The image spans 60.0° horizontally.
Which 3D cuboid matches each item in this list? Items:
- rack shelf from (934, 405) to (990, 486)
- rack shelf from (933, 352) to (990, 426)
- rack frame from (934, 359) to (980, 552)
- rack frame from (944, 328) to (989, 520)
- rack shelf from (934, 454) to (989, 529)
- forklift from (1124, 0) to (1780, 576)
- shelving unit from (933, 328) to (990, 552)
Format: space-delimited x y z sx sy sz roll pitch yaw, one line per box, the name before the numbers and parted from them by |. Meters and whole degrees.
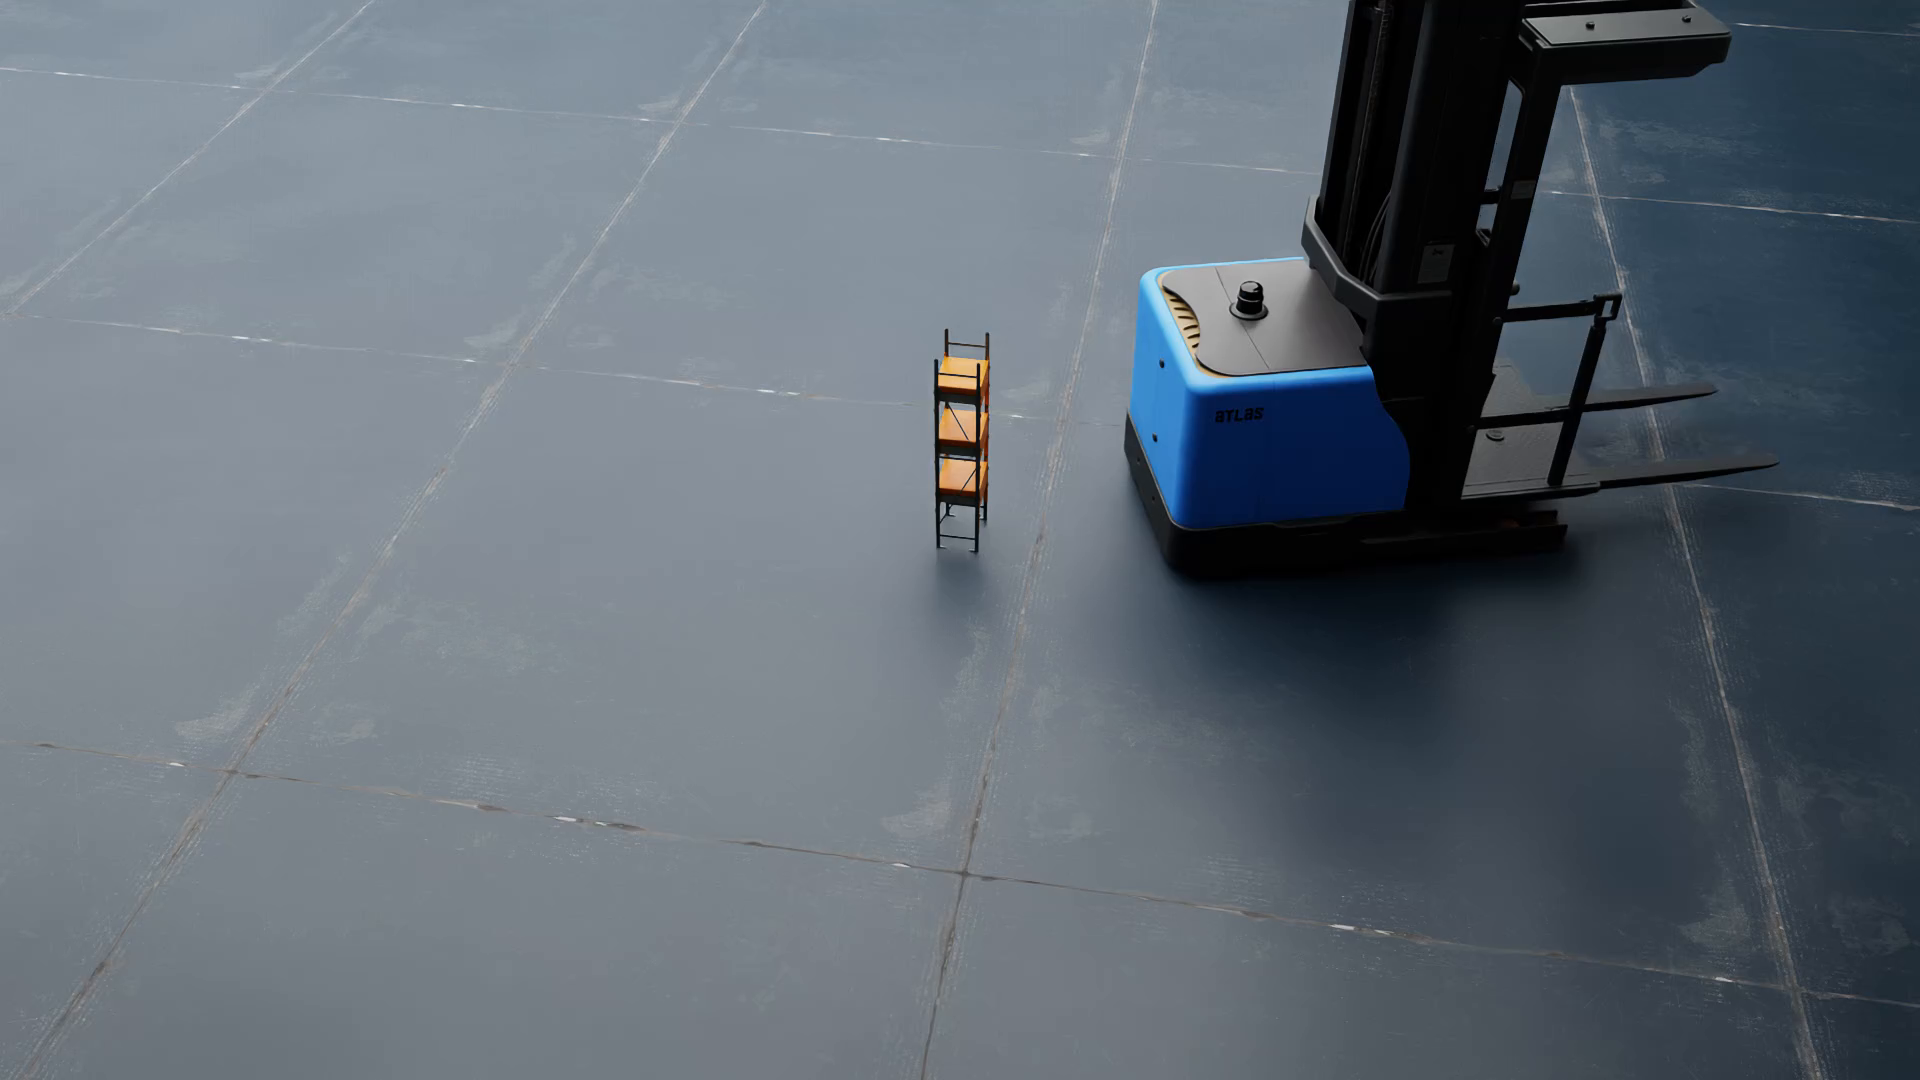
rack shelf | 0.009 -0.430 7.560 0.215 0.259 0.240 6 40 8
rack shelf | 0.009 -0.649 7.379 0.215 0.259 0.240 6 40 8
rack frame | -0.012 -0.362 7.460 0.200 1.050 0.008 6 40 8
rack frame | 0.030 -0.515 7.646 0.200 1.050 0.008 6 40 8
rack shelf | 0.009 -0.216 7.737 0.215 0.259 0.240 6 40 8
forklift | 2.378 -1.395 7.234 3.031 2.935 1.130 -5 40 -7
shelving unit | 0.009 -0.438 7.553 0.215 1.050 0.252 6 40 8
